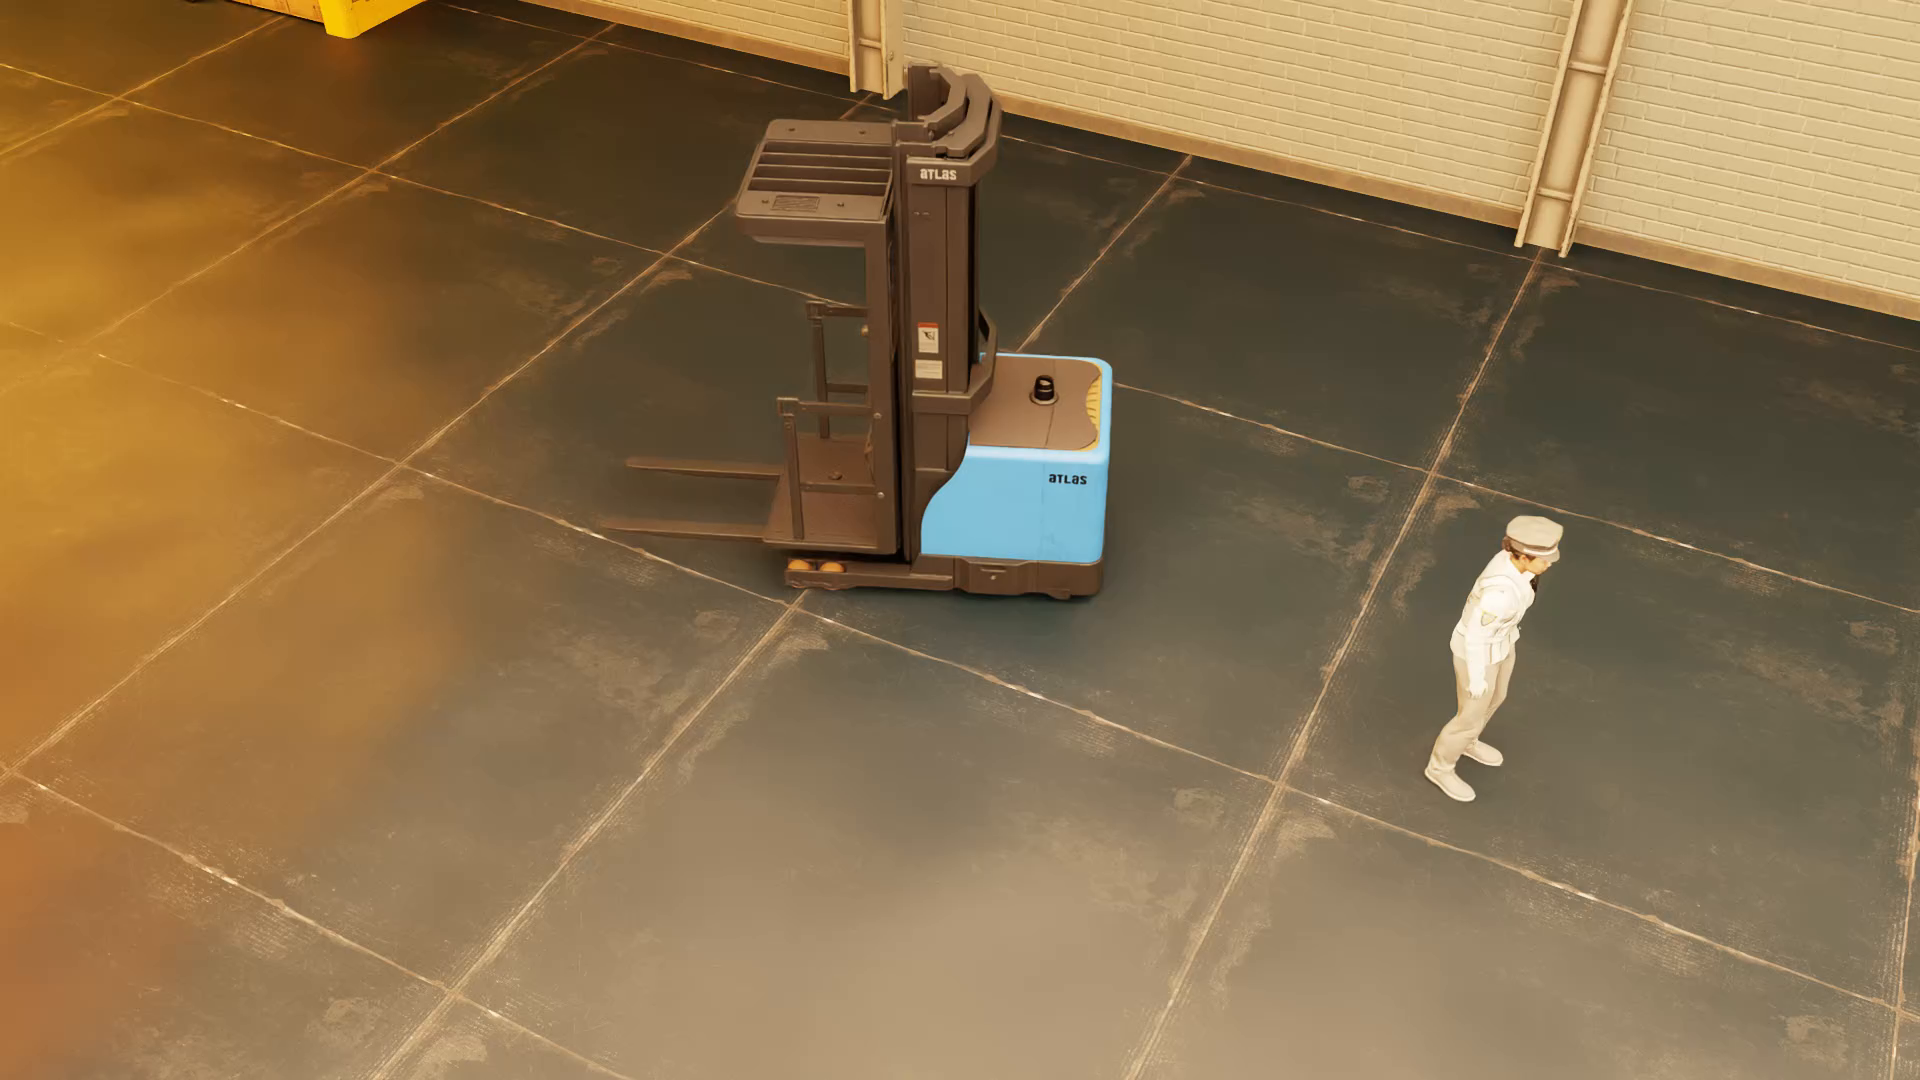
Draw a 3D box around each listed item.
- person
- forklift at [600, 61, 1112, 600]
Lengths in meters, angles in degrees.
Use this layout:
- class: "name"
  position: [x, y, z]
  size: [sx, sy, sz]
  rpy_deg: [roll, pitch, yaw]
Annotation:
- class: "person"
  position: [2.646, 0.564, 8.307]
  size: [0.373, 1.666, 0.532]
  rpy_deg: [25, 46, 26]
- class: "forklift"
  position: [-0.631, -1.158, 9.362]
  size: [3.031, 2.935, 1.130]
  rpy_deg: [3, 40, 4]
